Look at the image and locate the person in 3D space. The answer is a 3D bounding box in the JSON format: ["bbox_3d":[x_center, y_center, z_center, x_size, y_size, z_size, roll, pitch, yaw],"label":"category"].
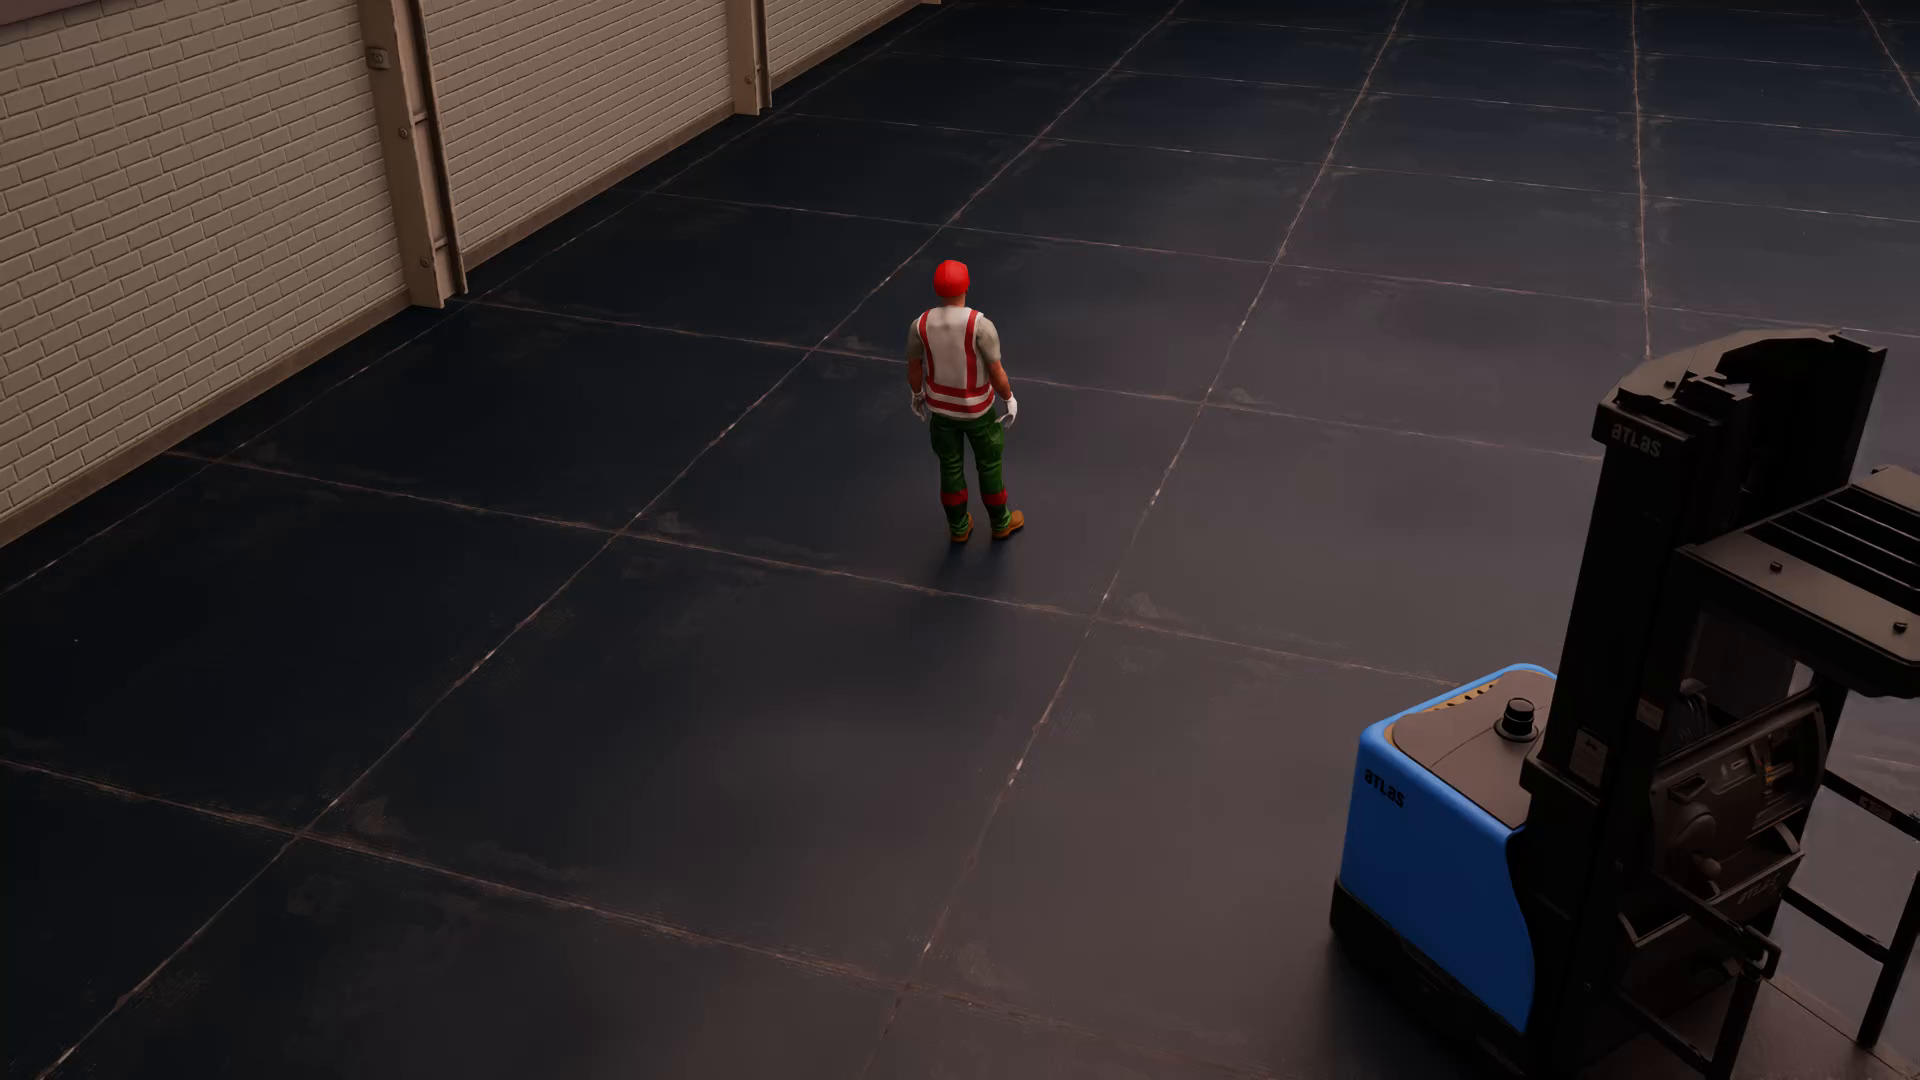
[{"bbox_3d":[0.038,-0.820,9.712,0.637,1.790,0.562,10,31,16],"label":"person"}]

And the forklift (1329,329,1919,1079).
[{"bbox_3d":[2.780,0.905,5.549,1.130,2.935,3.031,-17,34,-27],"label":"forklift"}]
